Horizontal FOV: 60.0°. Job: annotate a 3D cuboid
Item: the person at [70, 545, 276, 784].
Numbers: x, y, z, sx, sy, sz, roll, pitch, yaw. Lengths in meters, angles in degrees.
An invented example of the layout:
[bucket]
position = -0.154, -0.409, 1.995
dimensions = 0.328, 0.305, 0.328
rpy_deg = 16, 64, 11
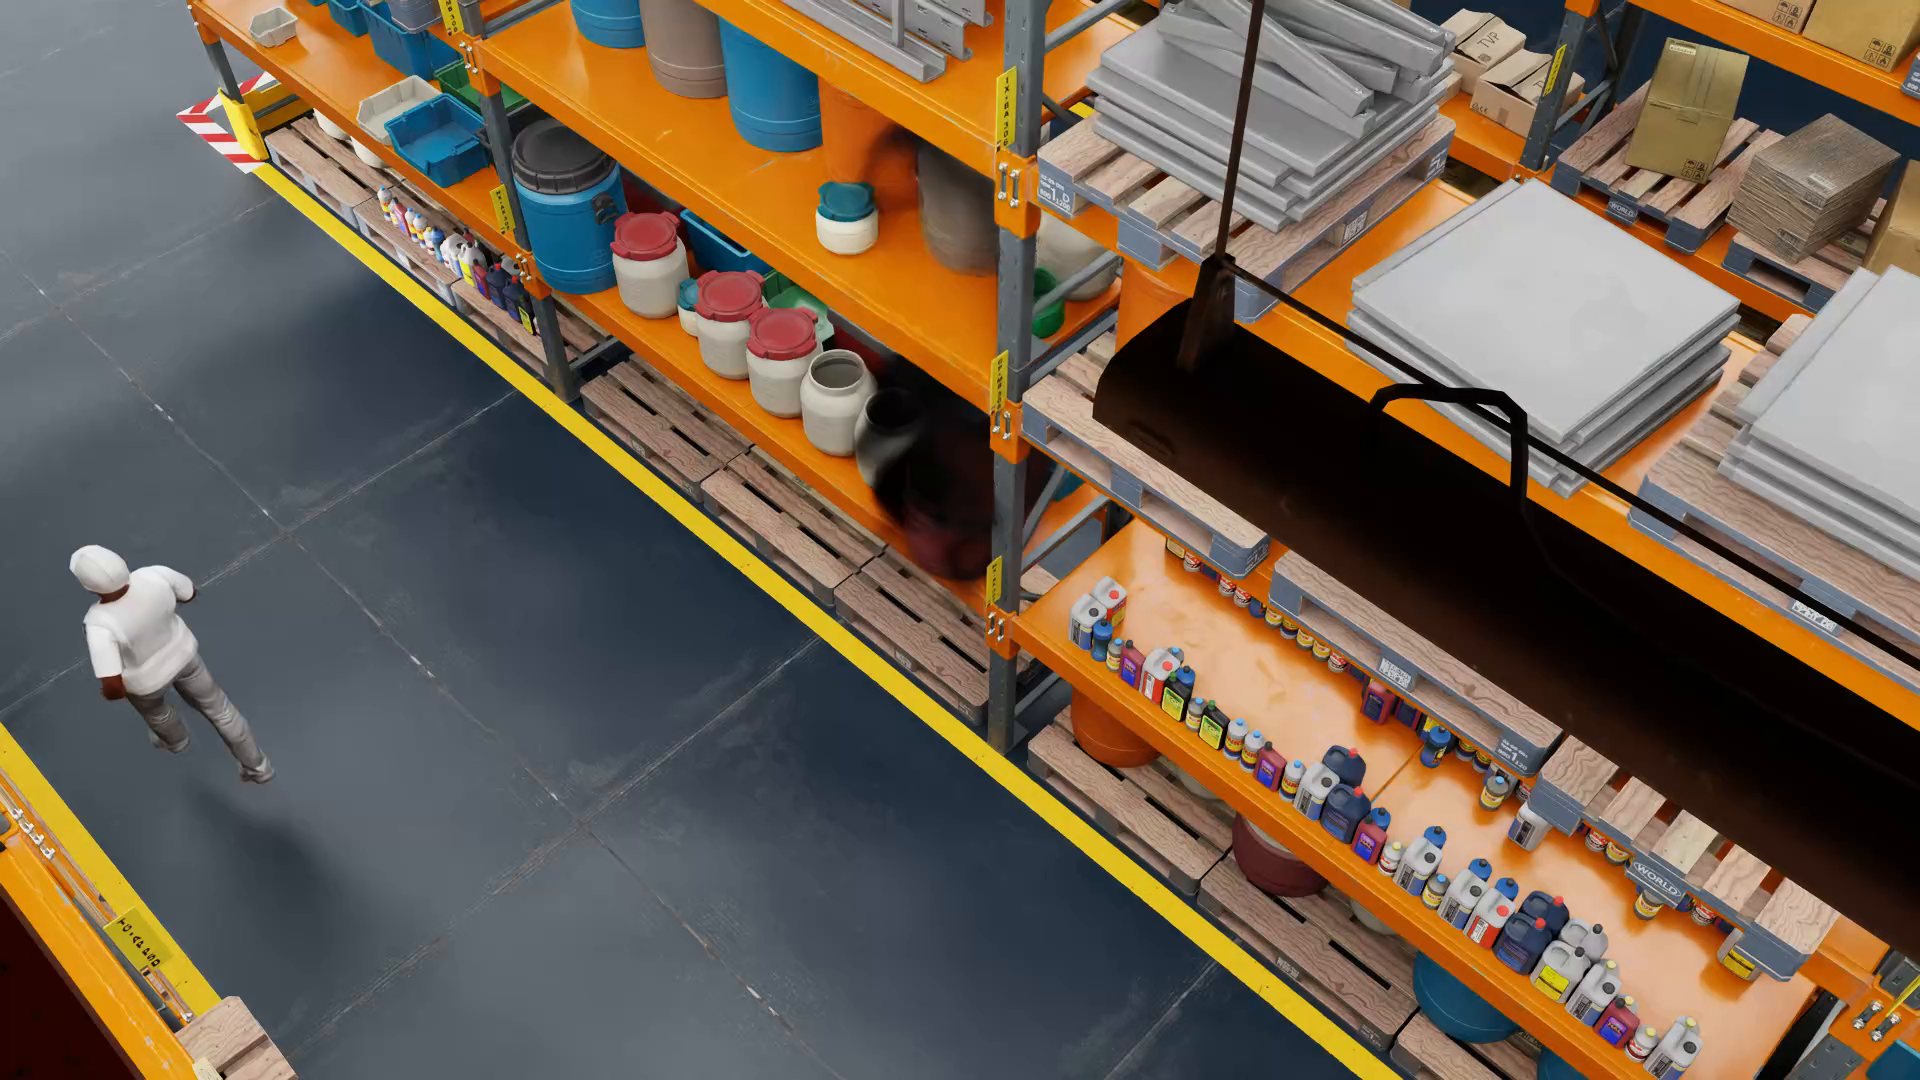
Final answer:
[person]
position = -4.052, 0.624, 8.400
dimensions = 0.891, 1.790, 0.690
rpy_deg = 28, 55, 21
